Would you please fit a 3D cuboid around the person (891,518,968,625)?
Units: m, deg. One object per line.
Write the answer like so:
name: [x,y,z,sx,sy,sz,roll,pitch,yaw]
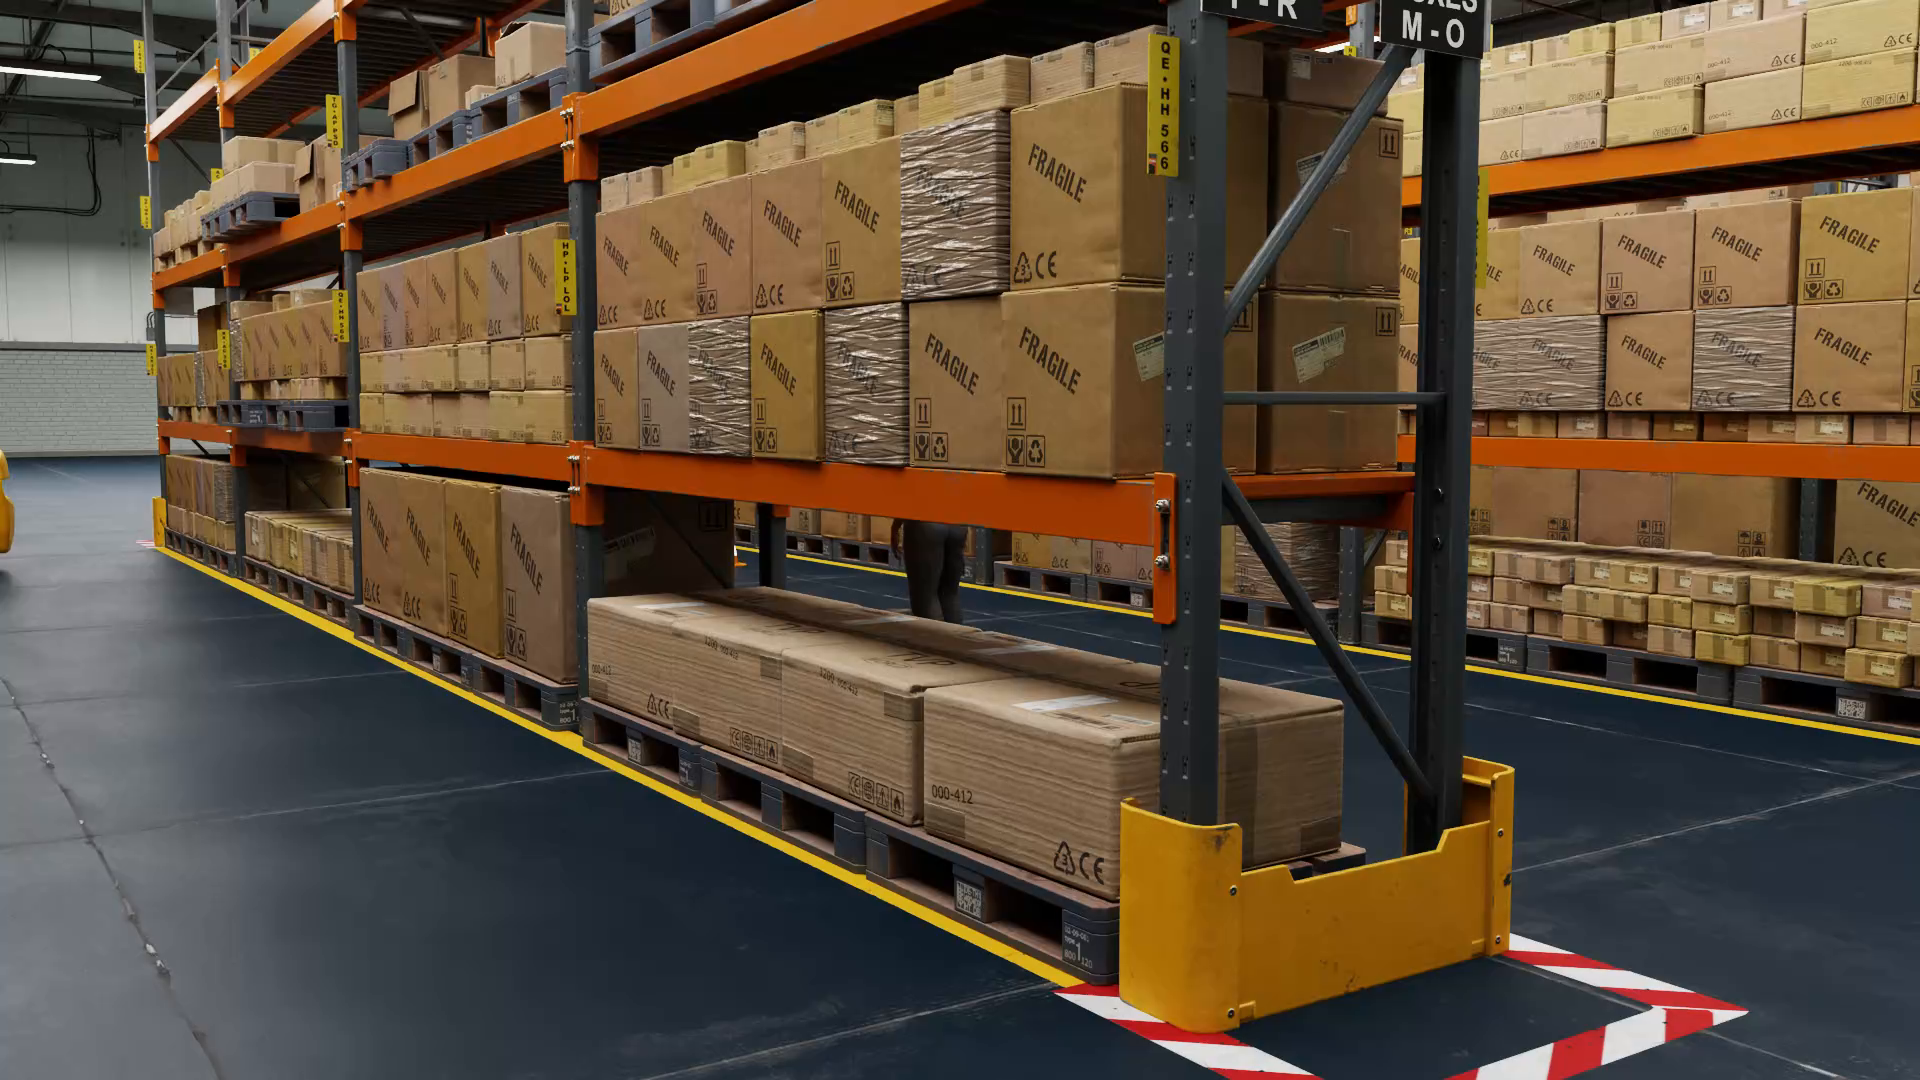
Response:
person: [-0.185,-0.059,8.713,0.503,1.656,0.569,4,6,42]
